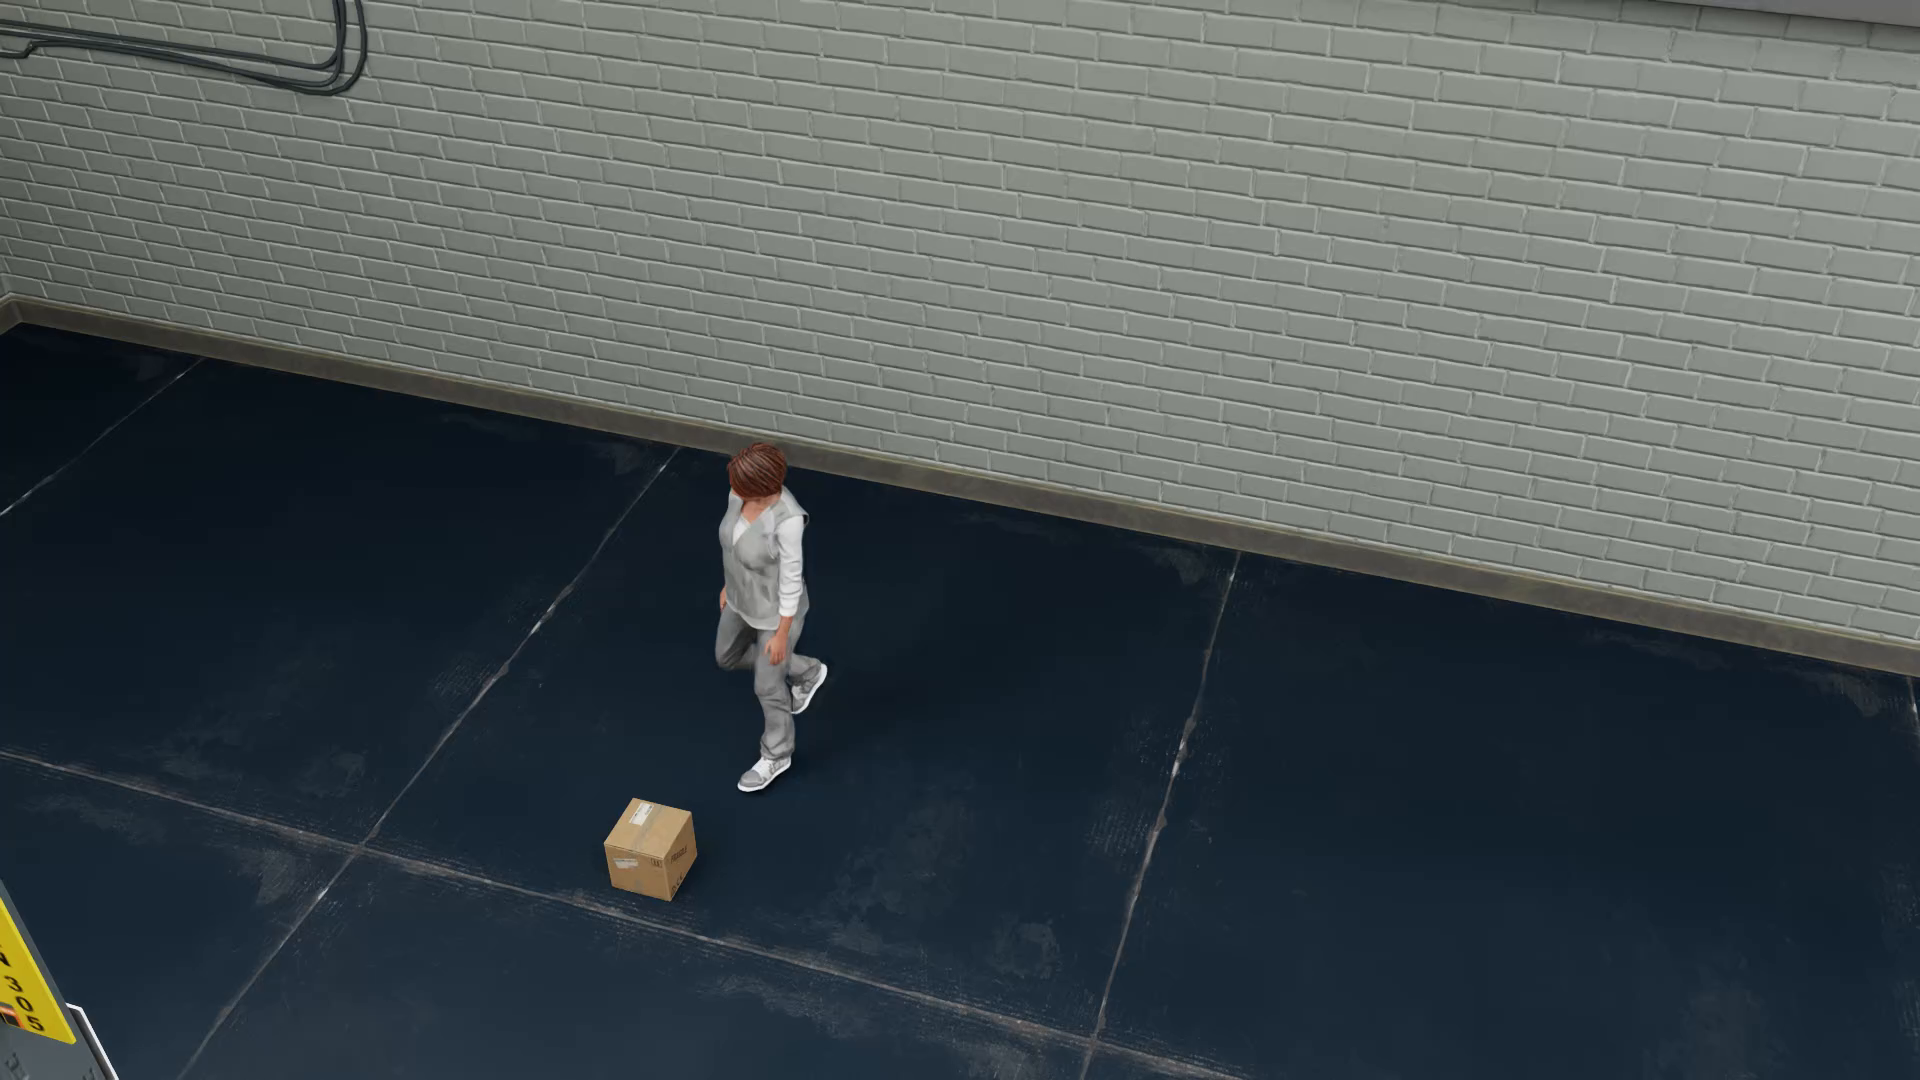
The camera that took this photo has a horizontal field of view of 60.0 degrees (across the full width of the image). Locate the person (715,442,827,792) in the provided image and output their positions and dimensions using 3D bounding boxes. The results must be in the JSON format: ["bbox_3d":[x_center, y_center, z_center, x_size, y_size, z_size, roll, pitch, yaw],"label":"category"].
[{"bbox_3d":[-0.742,0.260,6.542,0.571,1.577,0.442,-26,45,-30],"label":"person"}]
